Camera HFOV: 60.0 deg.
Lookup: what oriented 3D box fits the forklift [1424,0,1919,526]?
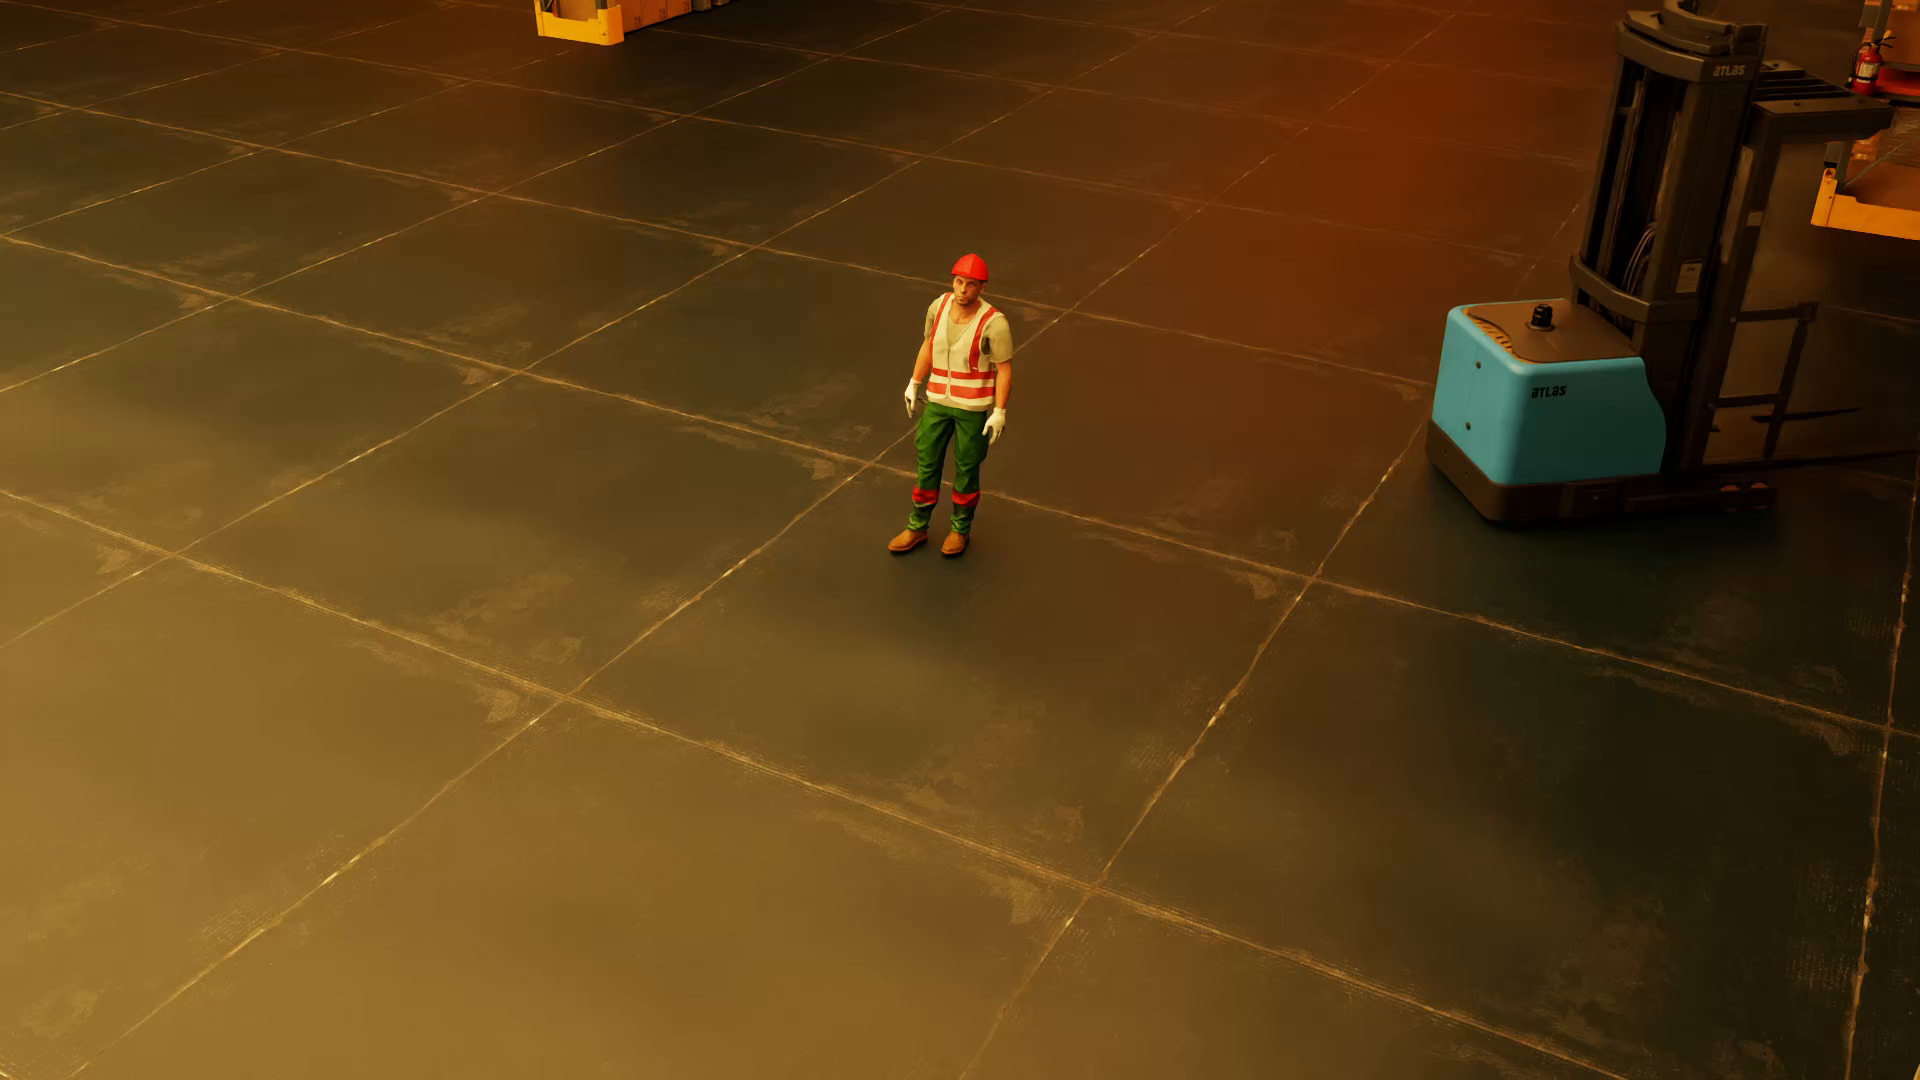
[{"bbox_3d":[4.598,-1.697,10.010,3.031,2.935,1.130,-5,30,-9],"label":"forklift"}]

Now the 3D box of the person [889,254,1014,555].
[{"bbox_3d":[-0.049,-0.749,9.497,0.637,1.787,0.564,15,33,25],"label":"person"}]
